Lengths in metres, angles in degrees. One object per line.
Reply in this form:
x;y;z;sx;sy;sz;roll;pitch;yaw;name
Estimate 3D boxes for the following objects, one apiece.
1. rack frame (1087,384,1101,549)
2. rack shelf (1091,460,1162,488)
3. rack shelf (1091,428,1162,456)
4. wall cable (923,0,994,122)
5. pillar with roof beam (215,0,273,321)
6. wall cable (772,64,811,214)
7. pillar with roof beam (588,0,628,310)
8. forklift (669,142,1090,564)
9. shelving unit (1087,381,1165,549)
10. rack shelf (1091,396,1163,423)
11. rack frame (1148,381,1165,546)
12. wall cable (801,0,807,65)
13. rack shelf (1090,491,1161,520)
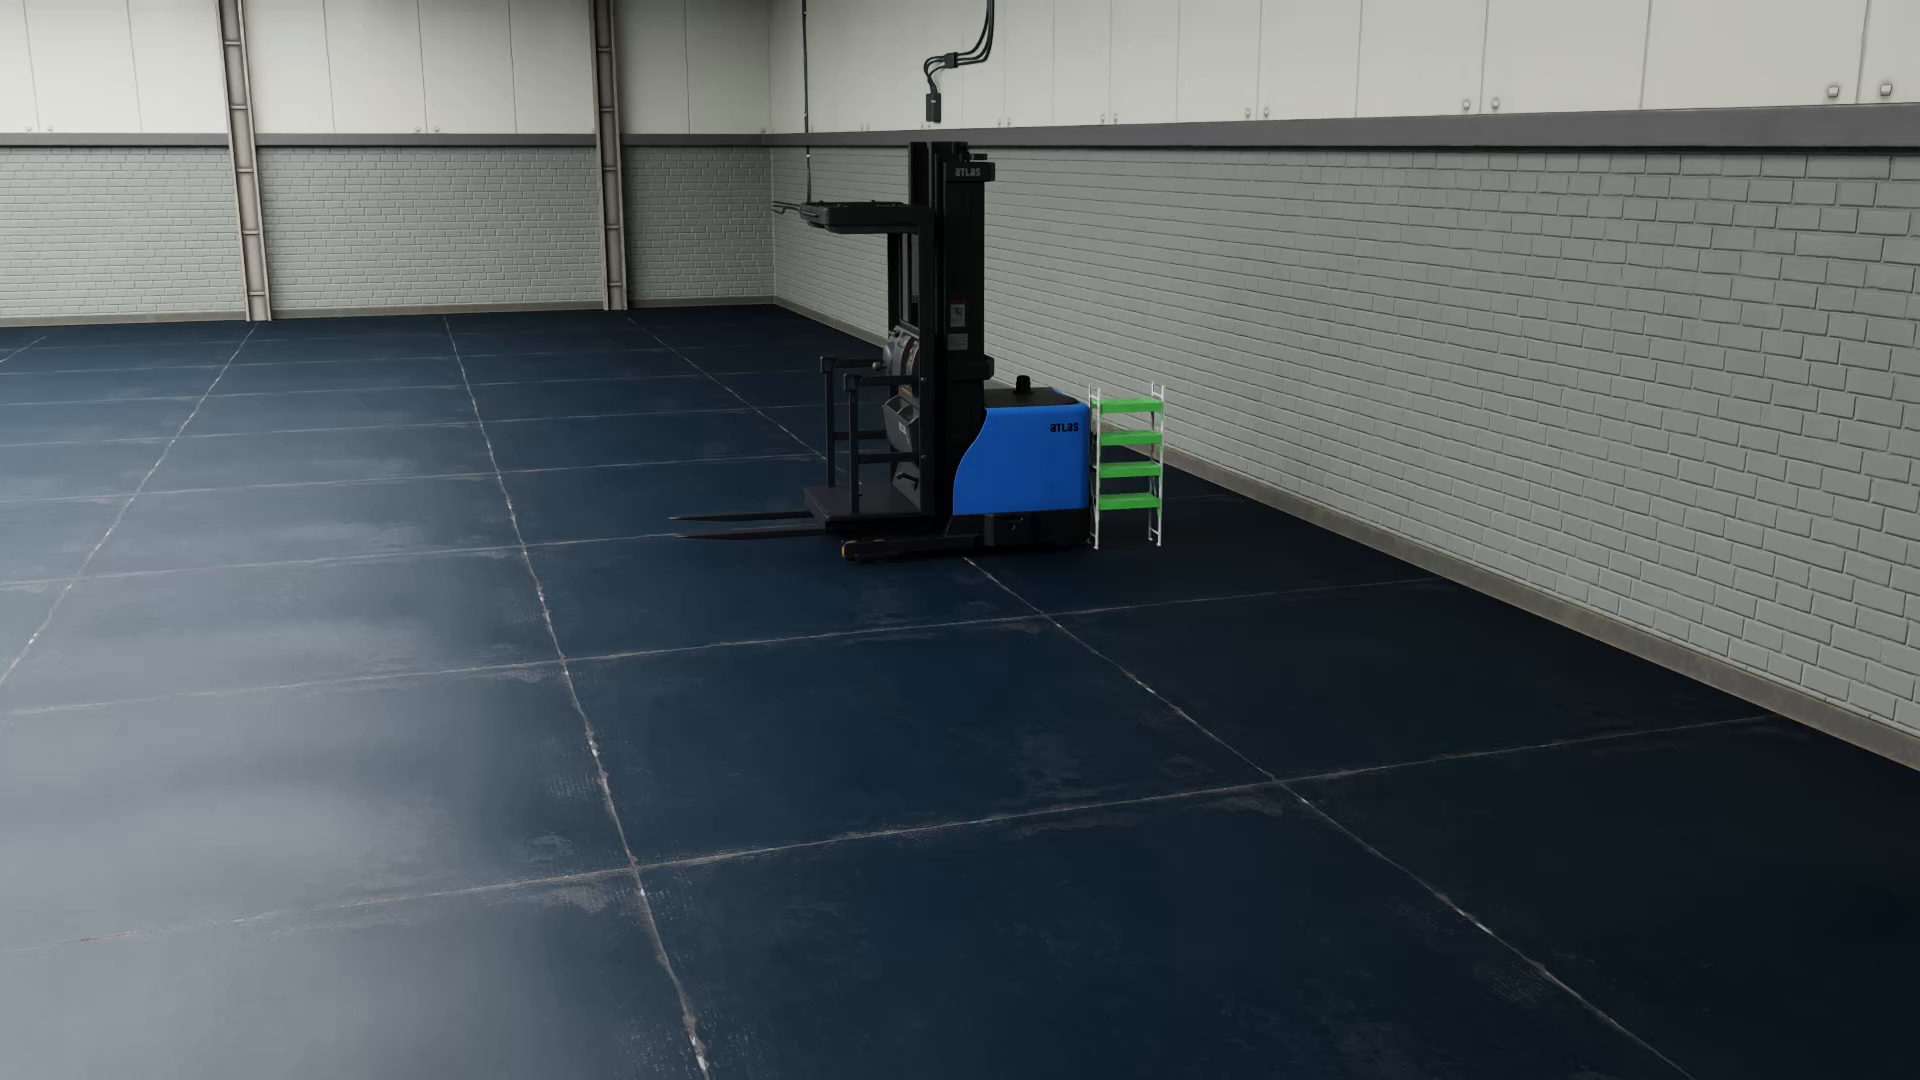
0.986;-0.541;12.272;0.015;1.200;0.240;-3;14;-12;rack frame
1.224;-0.492;12.339;0.480;0.148;0.258;-3;14;-12;rack shelf
1.224;-0.726;12.283;0.480;0.148;0.258;-3;14;-12;rack shelf
-0.037;-8.074;19.740;0.169;6.003;2.305;-4;14;-18;wall cable
-10.578;-7.189;23.366;0.400;9.000;9.100;-4;14;-18;pillar with roof beam
-3.050;-6.993;29.251;0.112;2.526;3.097;-4;14;-18;wall cable
-4.891;-7.632;25.227;0.400;9.000;9.100;-4;14;-18;pillar with roof beam
-0.611;-1.391;12.102;3.031;2.935;1.130;-3;14;-14;forklift
1.224;-0.554;12.324;0.503;1.200;0.258;-3;14;-12;shelving unit
1.223;-0.959;12.227;0.480;0.148;0.258;-3;14;-12;rack shelf
1.462;-0.567;12.376;0.015;1.200;0.240;-3;14;-12;rack frame
-2.187;-8.856;26.172;0.112;2.526;3.097;-4;14;-18;wall cable
1.225;-0.259;12.395;0.480;0.148;0.258;-3;14;-12;rack shelf
